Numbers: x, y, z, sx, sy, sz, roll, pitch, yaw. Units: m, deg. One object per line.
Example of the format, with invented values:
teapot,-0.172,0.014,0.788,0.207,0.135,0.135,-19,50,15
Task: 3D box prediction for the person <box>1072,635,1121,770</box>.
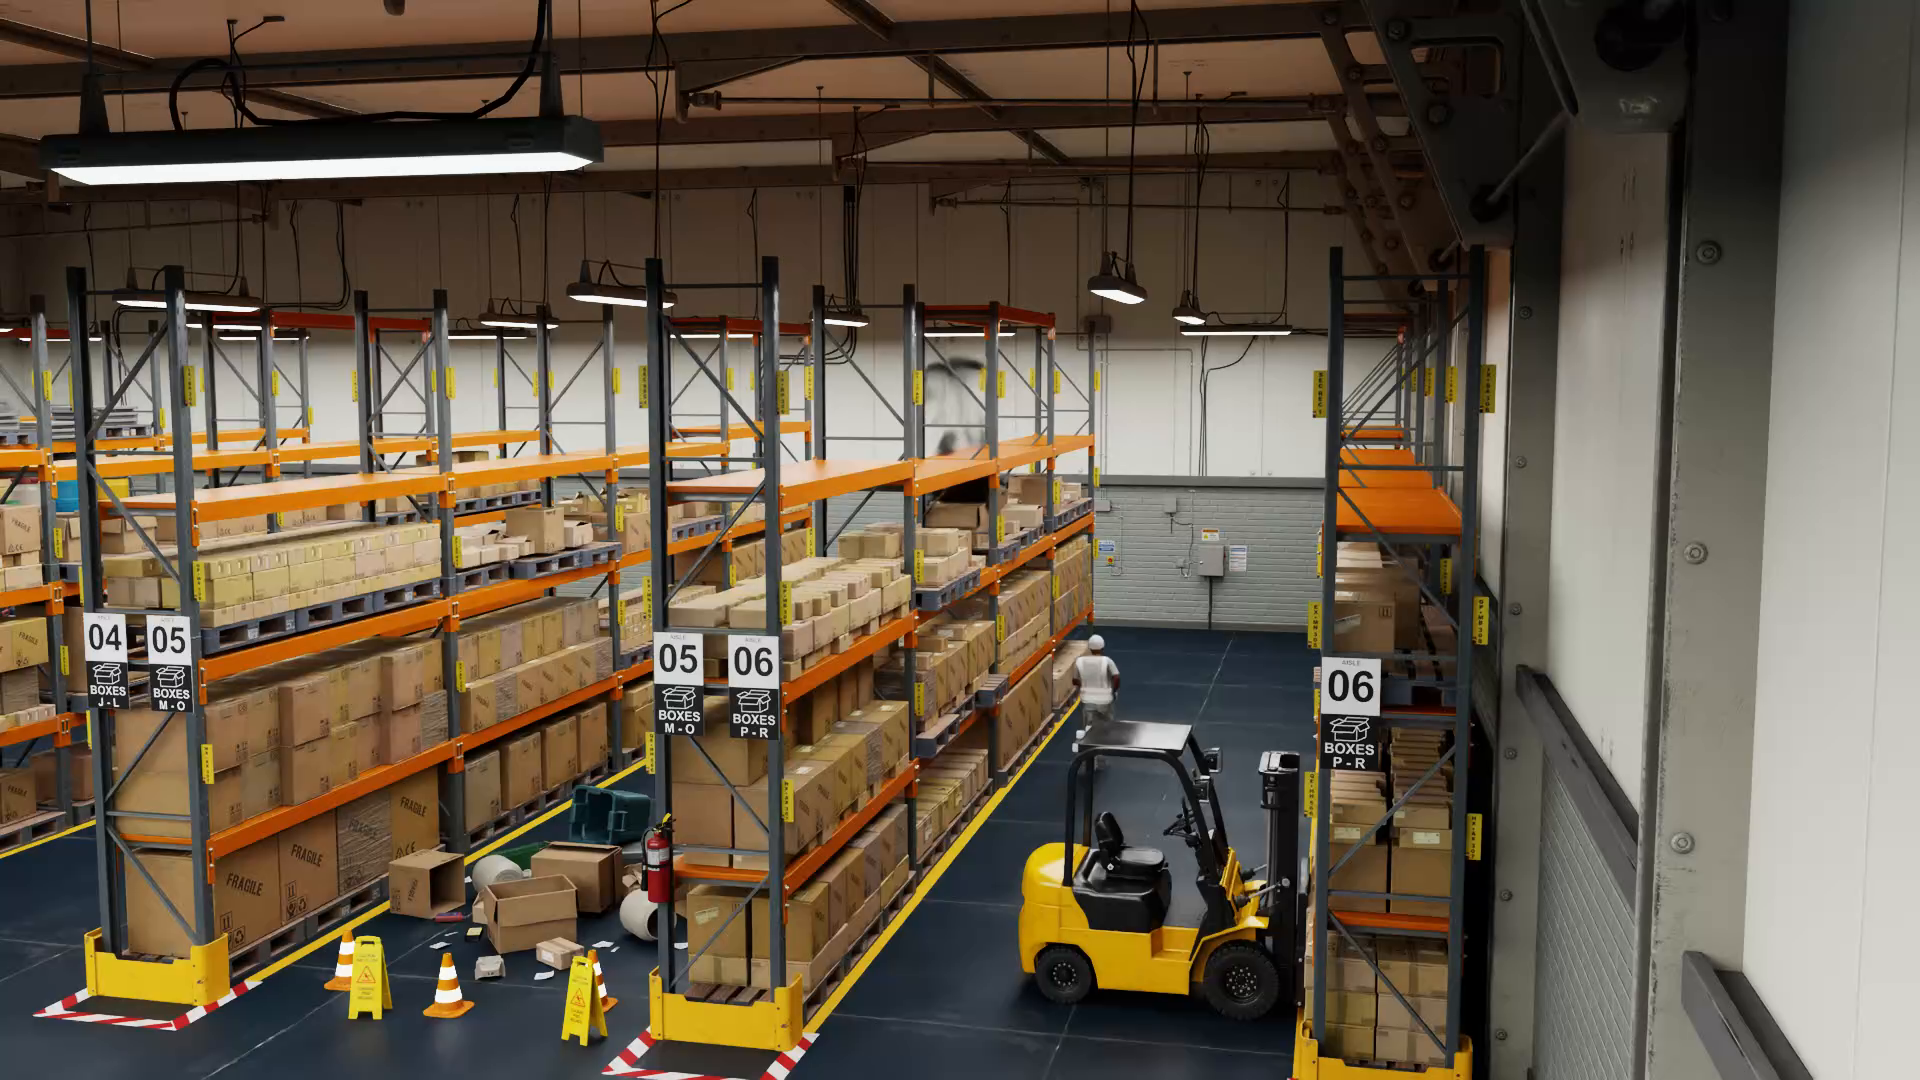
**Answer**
person,1.792,2.105,21.612,0.660,1.792,0.656,1,6,13
